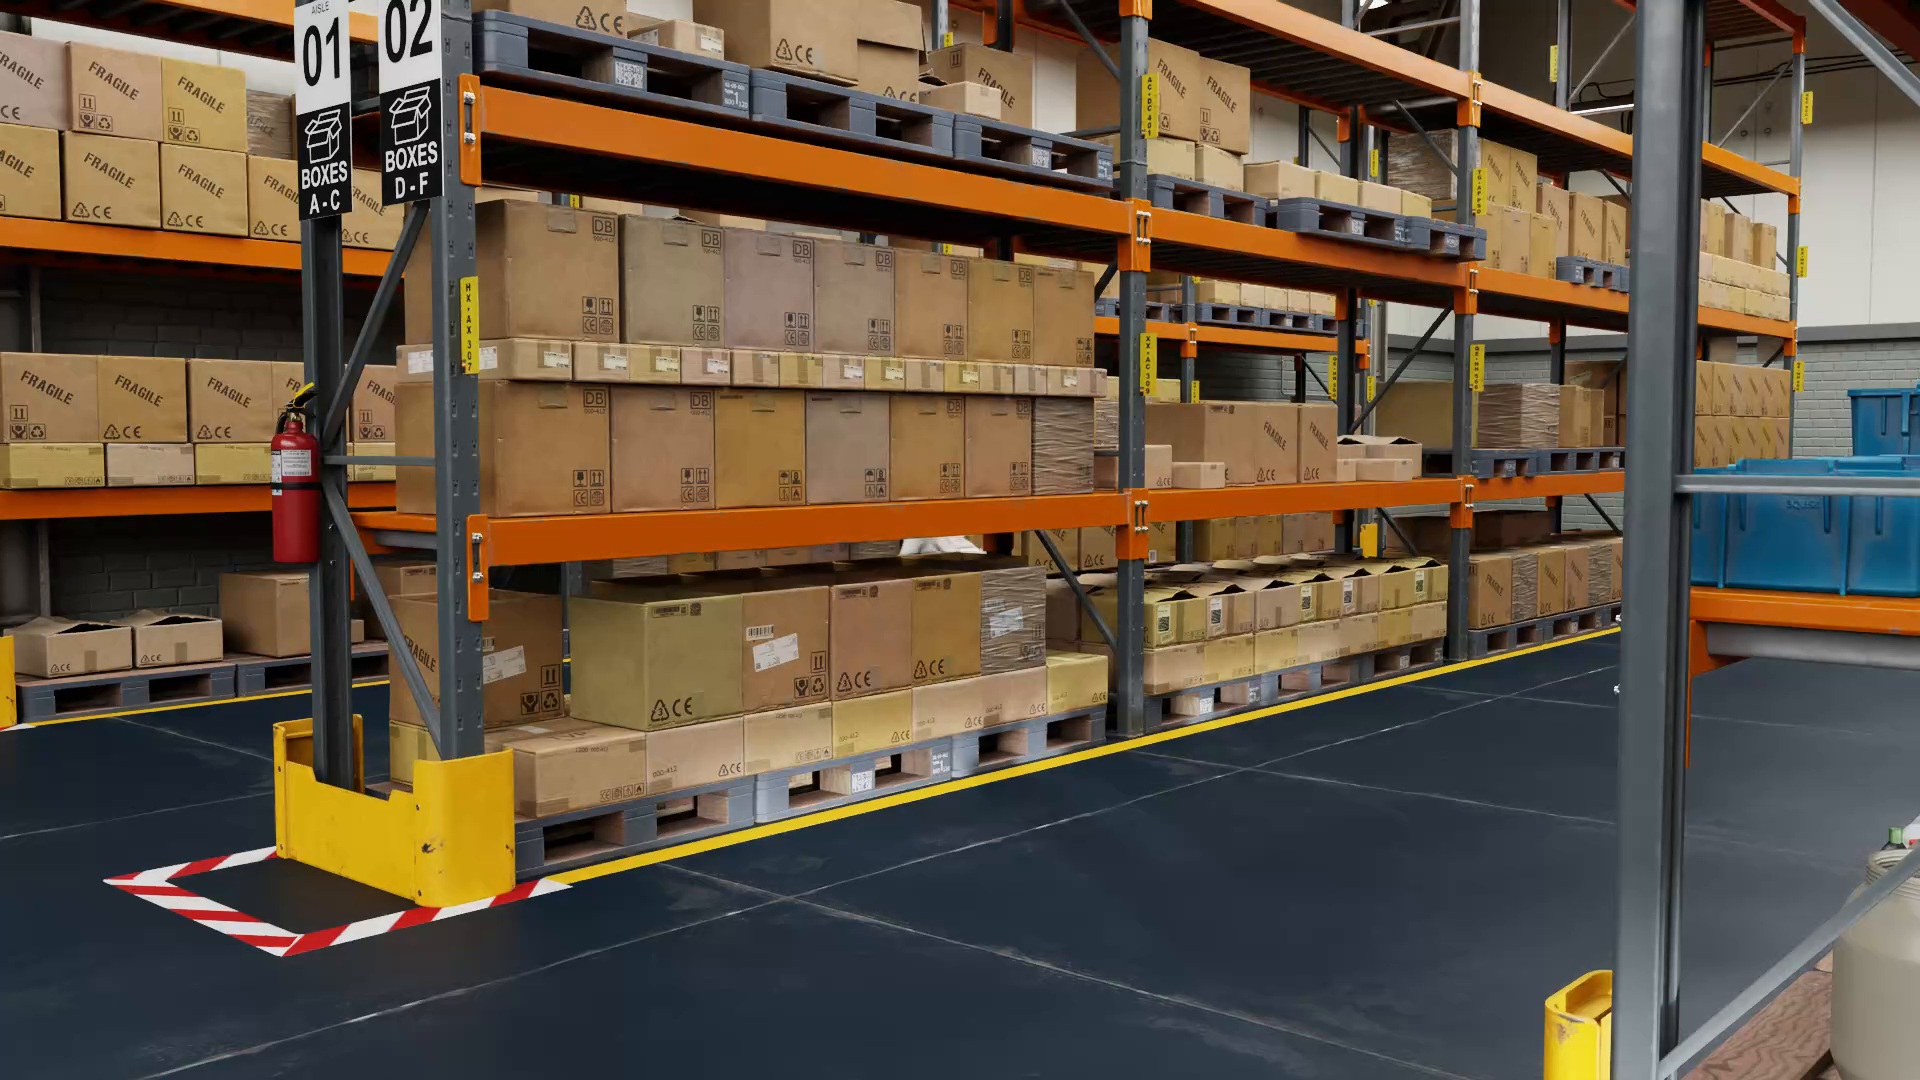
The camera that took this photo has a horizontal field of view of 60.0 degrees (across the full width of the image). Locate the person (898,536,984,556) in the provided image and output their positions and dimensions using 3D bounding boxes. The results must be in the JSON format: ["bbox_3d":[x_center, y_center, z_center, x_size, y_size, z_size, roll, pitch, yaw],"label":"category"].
[{"bbox_3d":[-0.183,0.274,13.183,0.914,1.028,0.565,3,5,41],"label":"person"}]
